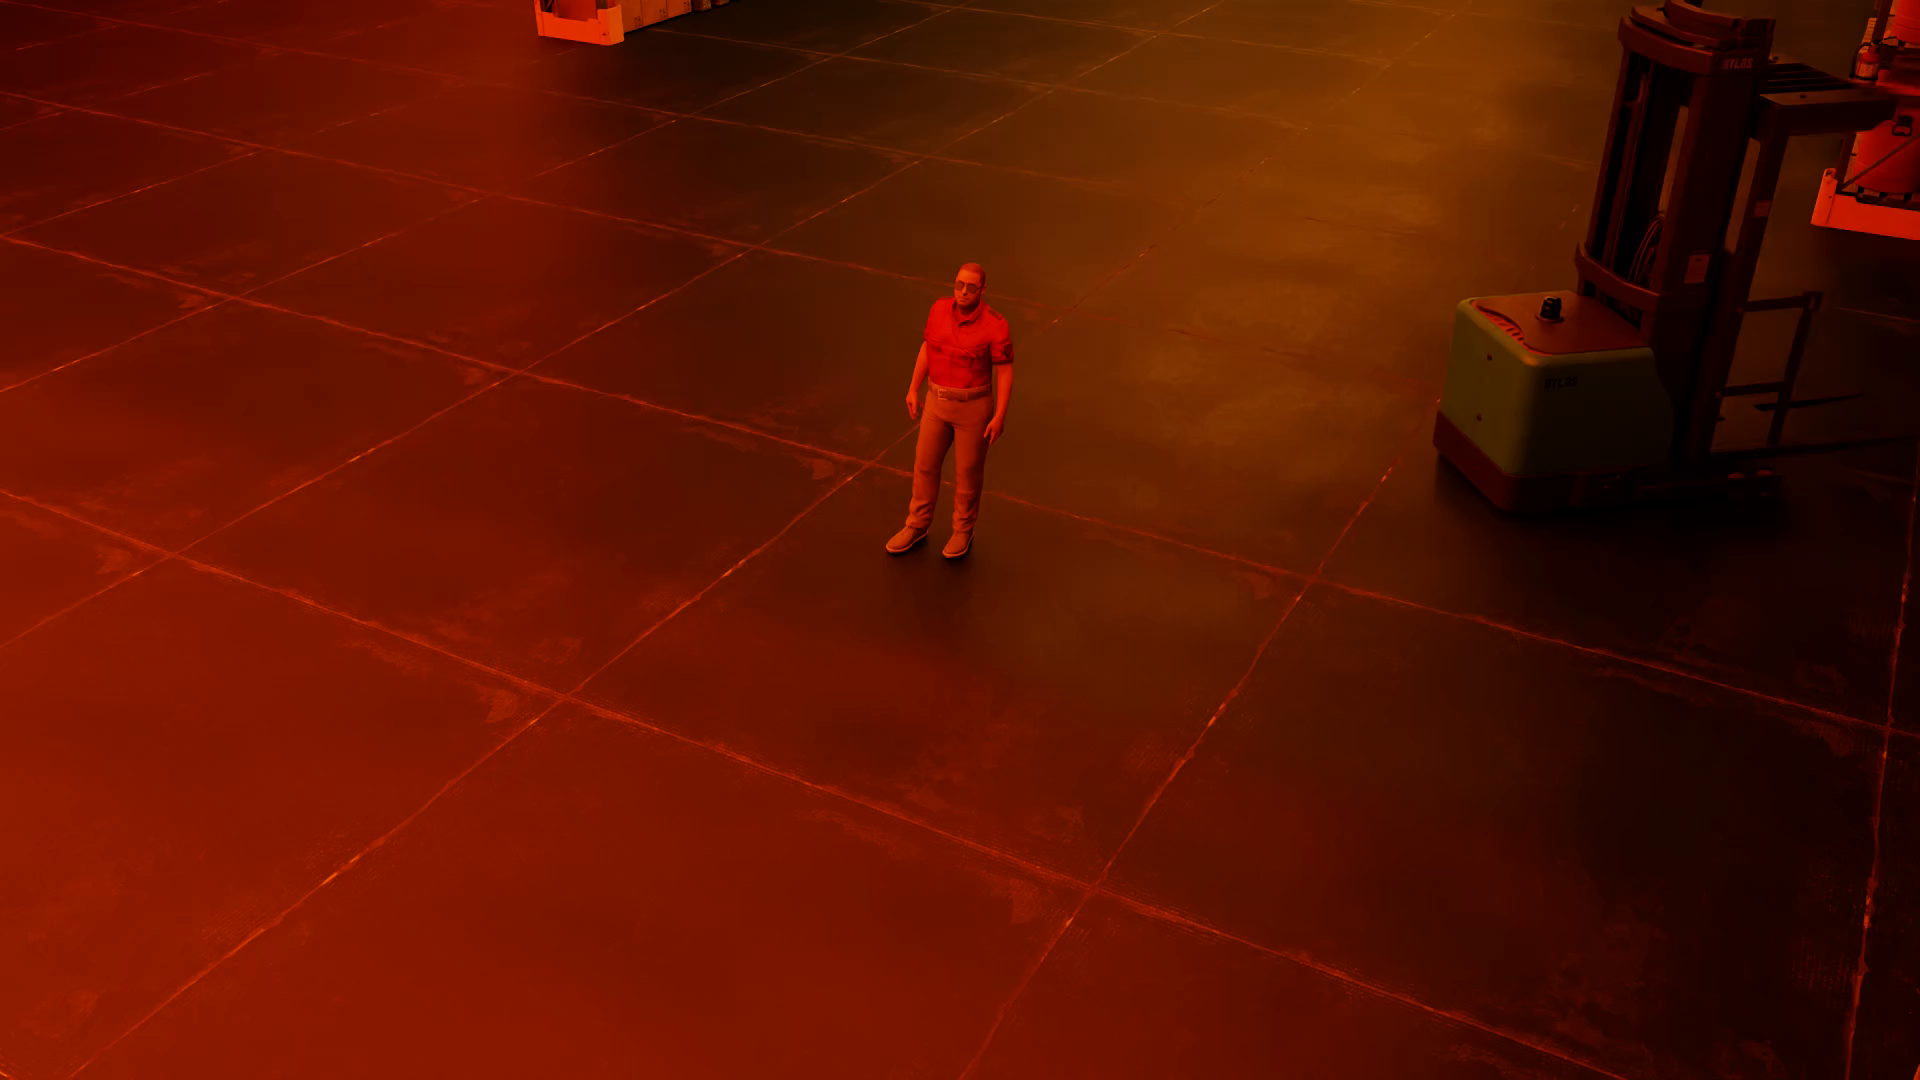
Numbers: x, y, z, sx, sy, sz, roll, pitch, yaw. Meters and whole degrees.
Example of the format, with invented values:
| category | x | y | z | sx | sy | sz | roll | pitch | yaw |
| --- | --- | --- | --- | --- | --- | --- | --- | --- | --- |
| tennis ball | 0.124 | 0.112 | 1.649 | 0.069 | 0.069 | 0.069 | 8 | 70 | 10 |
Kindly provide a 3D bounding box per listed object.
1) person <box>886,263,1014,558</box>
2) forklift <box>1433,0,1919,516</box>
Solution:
| category | x | y | z | sx | sy | sz | roll | pitch | yaw |
| --- | --- | --- | --- | --- | --- | --- | --- | --- | --- |
| person | -0.053 | -0.719 | 9.503 | 0.641 | 1.727 | 0.550 | 15 | 33 | 25 |
| forklift | 4.687 | -1.778 | 10.151 | 3.031 | 2.935 | 1.130 | -6 | 31 | -10 |
